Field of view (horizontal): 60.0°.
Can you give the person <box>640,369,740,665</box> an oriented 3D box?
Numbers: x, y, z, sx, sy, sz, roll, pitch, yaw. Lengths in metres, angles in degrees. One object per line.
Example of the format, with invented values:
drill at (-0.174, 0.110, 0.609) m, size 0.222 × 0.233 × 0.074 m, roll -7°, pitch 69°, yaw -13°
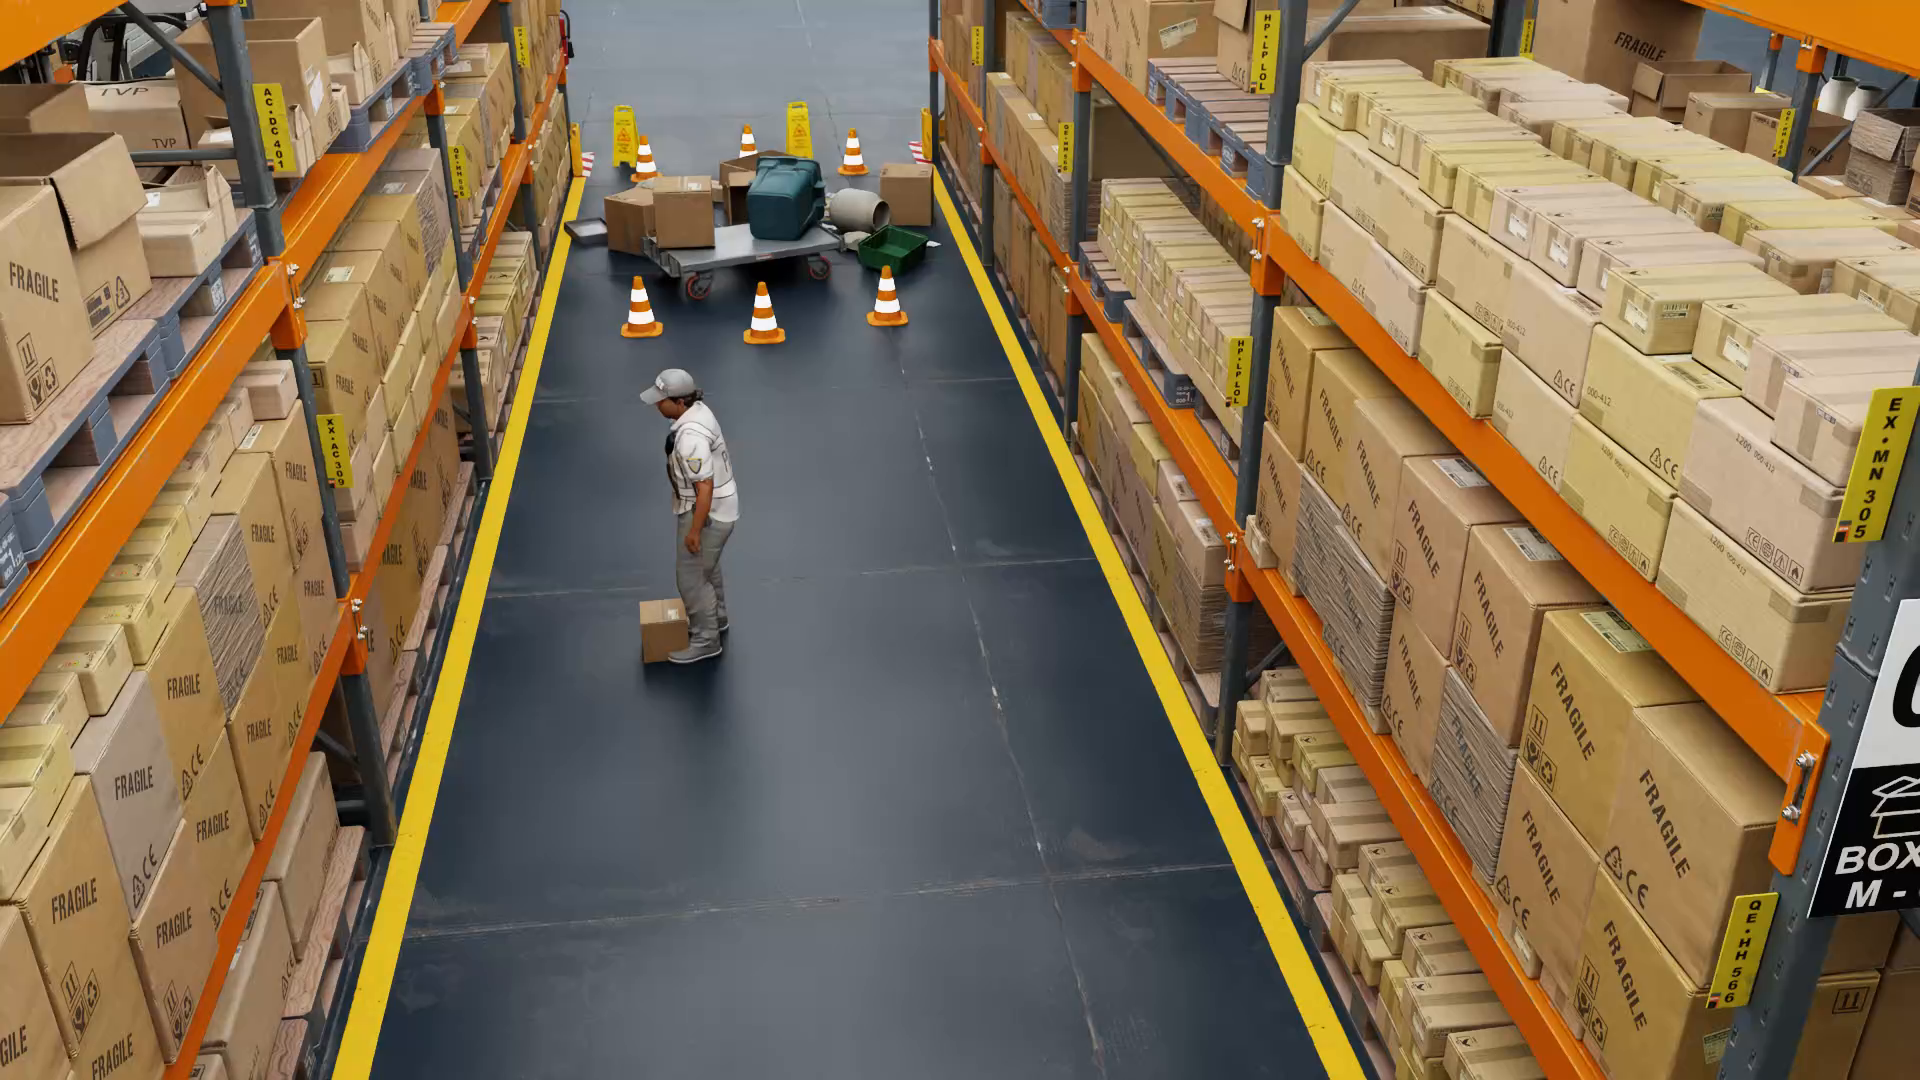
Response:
person at (-1.416, -0.148, 8.896) m, size 0.463 × 1.667 × 0.563 m, roll -5°, pitch 28°, yaw -10°
